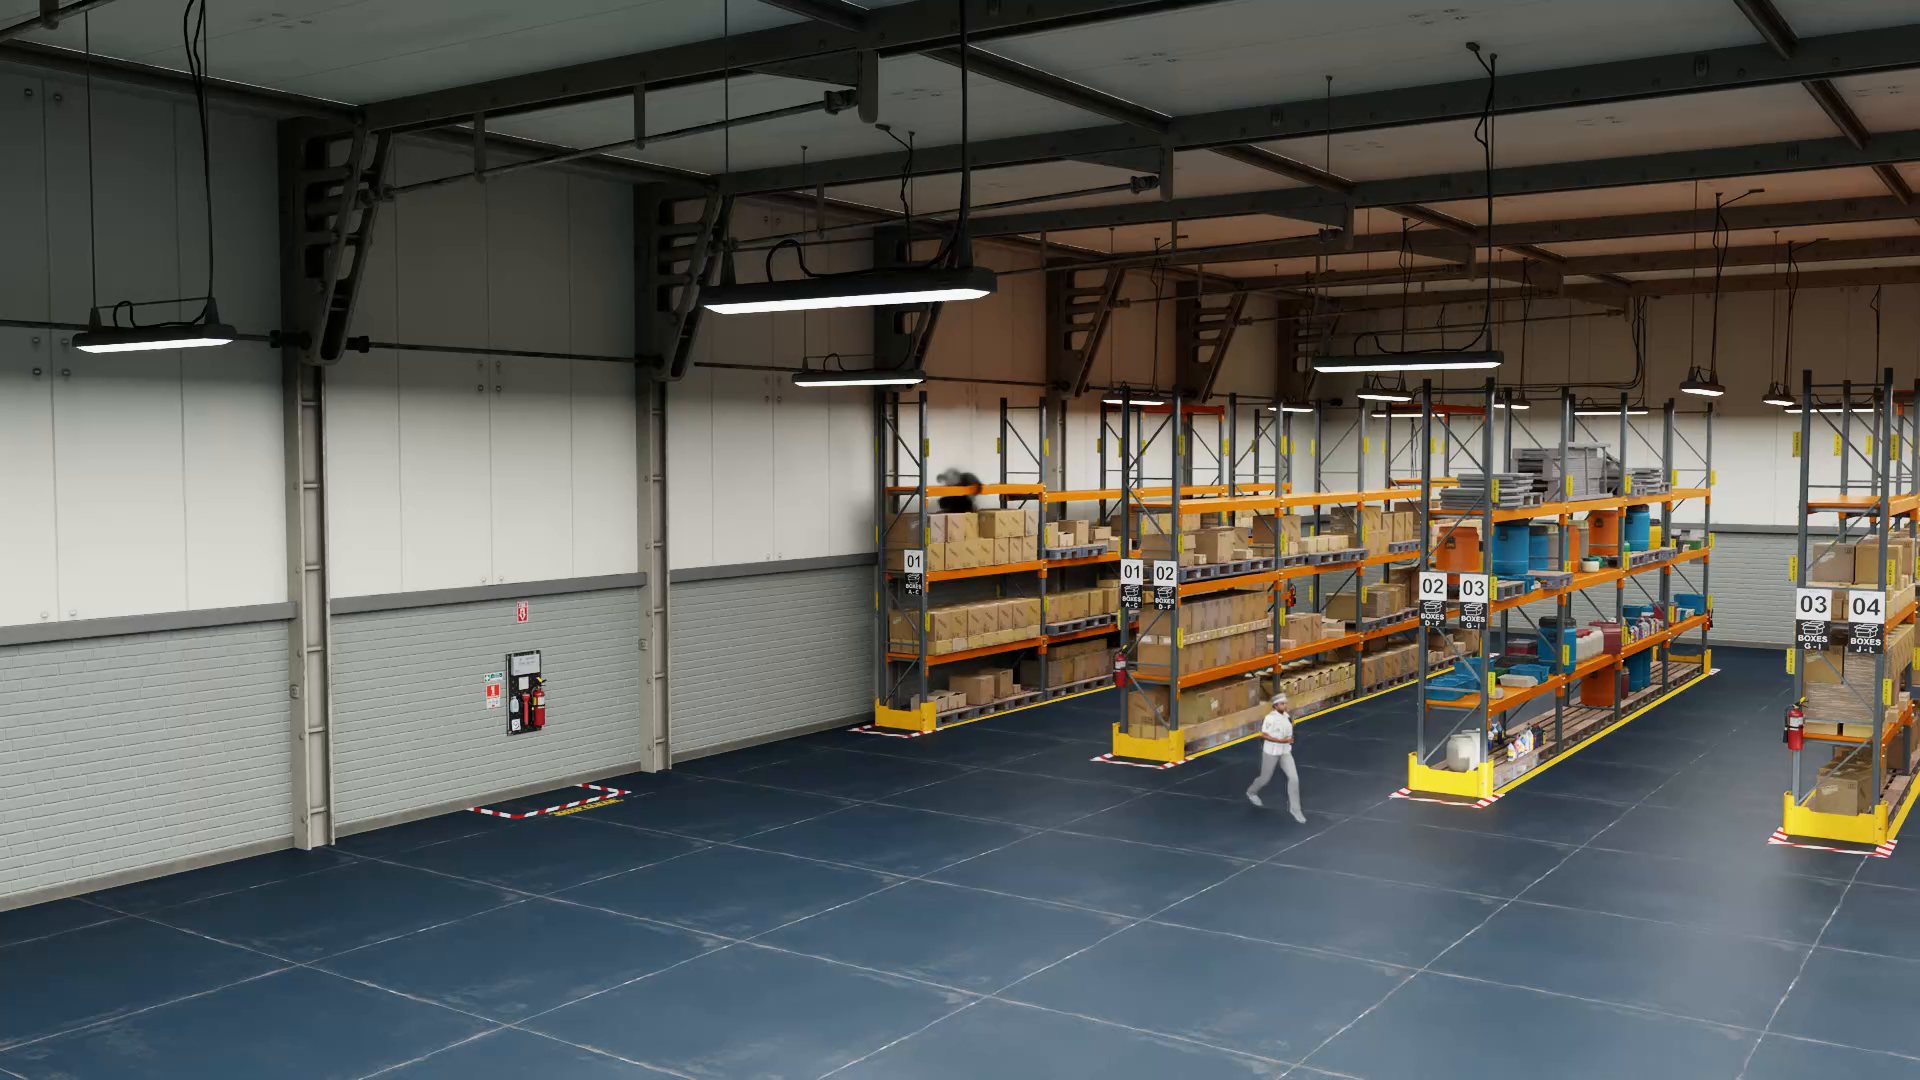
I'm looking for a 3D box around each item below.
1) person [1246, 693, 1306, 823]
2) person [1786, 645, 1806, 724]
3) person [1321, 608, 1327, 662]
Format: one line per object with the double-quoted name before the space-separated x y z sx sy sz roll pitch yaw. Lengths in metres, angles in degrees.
"person" 4.257 2.917 22.546 0.543 1.737 1.022 -2 4 -29
"person" 15.311 2.496 30.216 0.546 1.725 0.759 2 4 36
"person" 8.260 2.088 37.039 0.592 1.730 0.846 2 4 28
